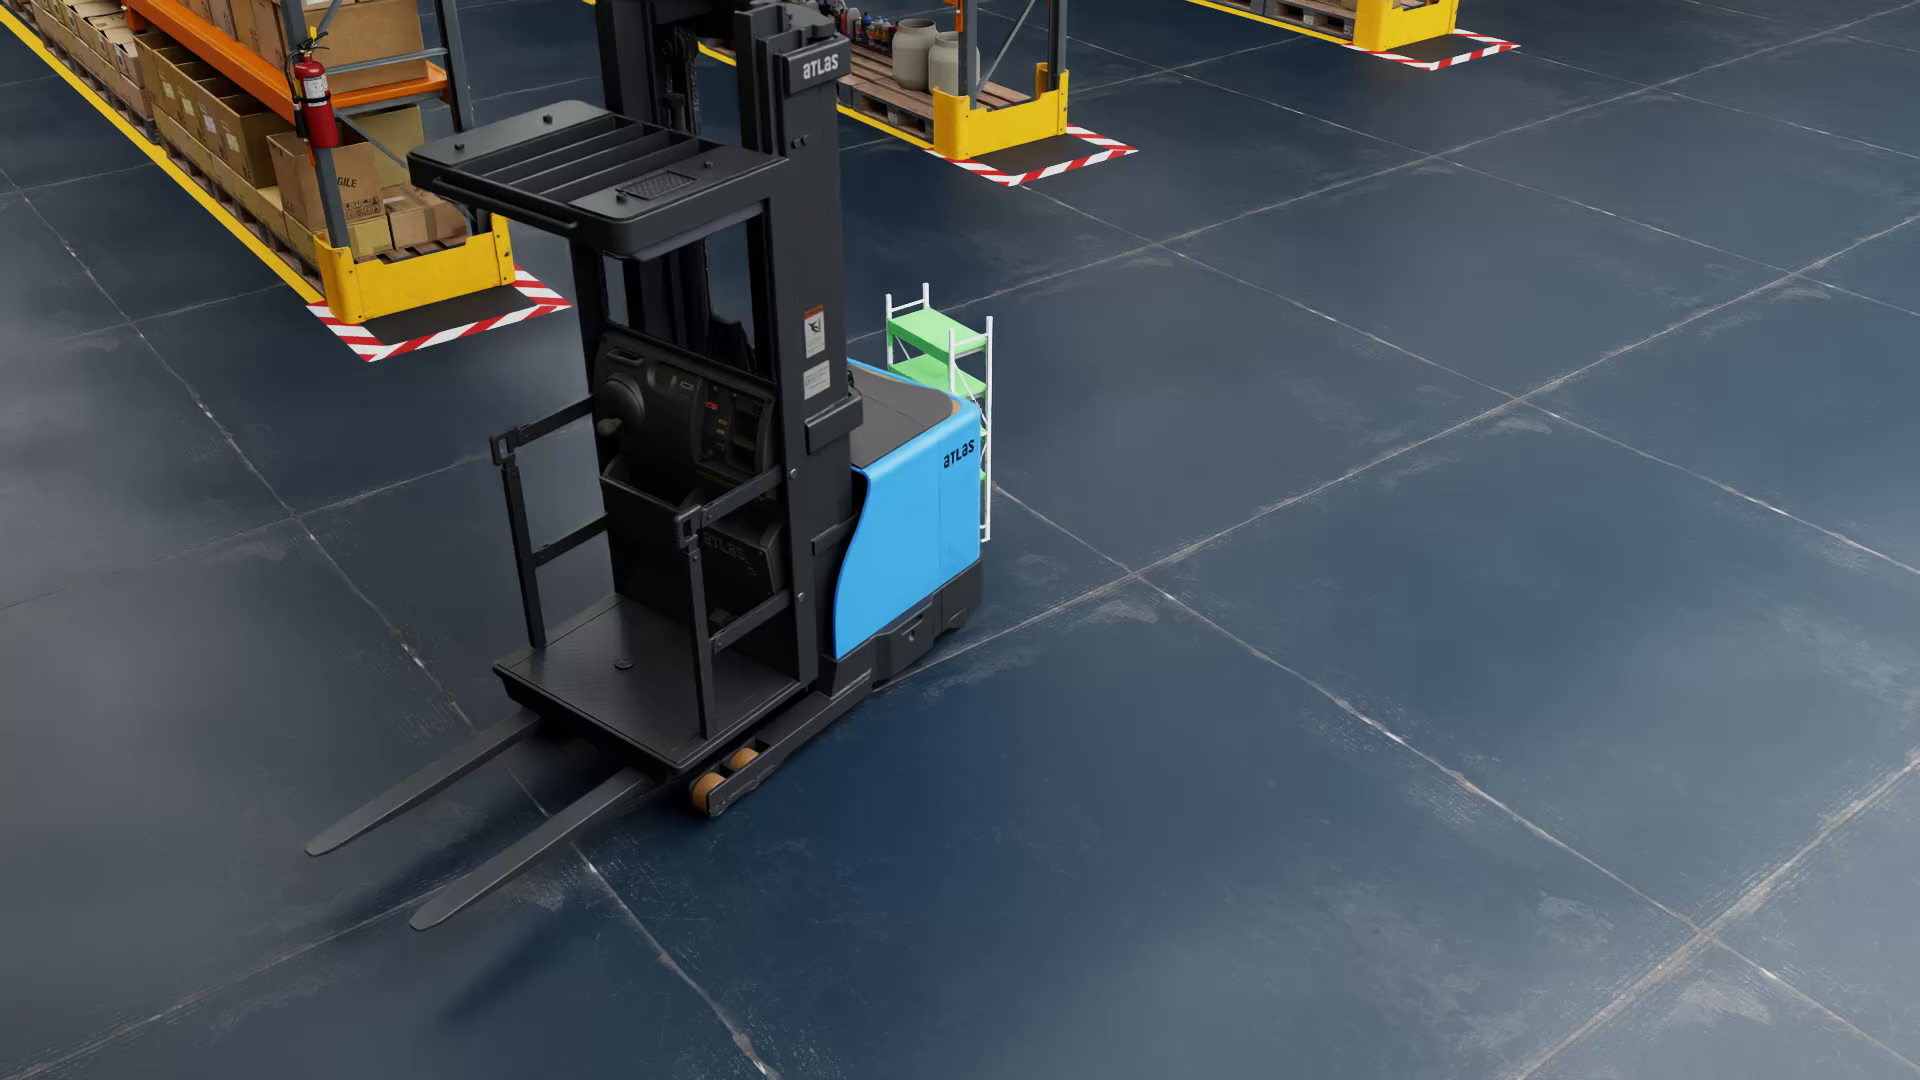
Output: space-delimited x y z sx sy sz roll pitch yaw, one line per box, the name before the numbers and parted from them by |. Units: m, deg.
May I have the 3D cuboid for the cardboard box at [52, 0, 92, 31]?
cardboard box | -7.676 -4.722 14.686 0.500 0.311 0.500 -23 39 -33

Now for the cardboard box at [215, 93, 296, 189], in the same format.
cardboard box | -4.688 -2.750 11.332 0.500 0.500 0.500 -22 38 -31

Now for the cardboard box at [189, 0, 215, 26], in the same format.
cardboard box | -5.042 -3.980 11.721 0.700 0.500 0.500 -22 38 -31

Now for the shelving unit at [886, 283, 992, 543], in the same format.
shelving unit | -0.101 -0.579 8.045 0.258 1.200 0.503 -22 38 -31

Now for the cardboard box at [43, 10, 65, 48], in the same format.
cardboard box | -8.007 -4.704 15.189 0.500 0.250 0.500 -23 39 -33

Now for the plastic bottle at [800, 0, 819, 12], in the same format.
plastic bottle | -1.399 -4.866 15.407 0.152 0.276 0.135 -22 38 -31

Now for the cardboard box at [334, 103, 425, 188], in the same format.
cardboard box | -3.961 -2.714 11.274 0.500 0.500 0.500 -22 38 -31

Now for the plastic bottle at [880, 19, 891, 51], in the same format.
plastic bottle | -0.660 -4.510 14.838 0.097 0.271 0.097 0 32 0

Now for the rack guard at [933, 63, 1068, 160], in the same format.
rack guard | 0.332 -3.438 13.311 1.175 0.500 0.348 -22 38 -31

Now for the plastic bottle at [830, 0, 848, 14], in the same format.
plastic bottle | -1.099 -4.822 15.264 0.144 0.351 0.185 -23 38 -32

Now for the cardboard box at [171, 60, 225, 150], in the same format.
cardboard box | -5.302 -3.167 12.003 0.500 0.500 0.500 -22 38 -31

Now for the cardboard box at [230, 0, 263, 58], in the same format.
cardboard box | -4.401 -3.549 11.027 0.700 0.500 0.500 -22 38 -31

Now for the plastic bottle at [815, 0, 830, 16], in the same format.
plastic bottle | -1.297 -4.956 15.481 0.144 0.351 0.185 -24 39 -34

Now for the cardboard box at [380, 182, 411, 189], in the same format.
cardboard box | -3.962 -2.395 11.471 0.500 0.250 0.500 -22 38 -31

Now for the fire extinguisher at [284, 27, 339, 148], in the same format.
fire extinguisher | -3.794 -2.649 9.746 0.296 0.674 0.183 -22 38 -31

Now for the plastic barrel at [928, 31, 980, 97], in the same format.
plastic barrel | -0.048 -3.854 13.572 0.421 0.512 0.421 0 32 0

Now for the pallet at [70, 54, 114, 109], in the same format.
pallet | -7.187 -4.168 14.760 1.003 0.211 1.213 -22 38 -31

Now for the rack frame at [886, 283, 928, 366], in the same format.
rack frame | -0.251 -0.680 8.208 0.240 1.200 0.015 -22 38 -31

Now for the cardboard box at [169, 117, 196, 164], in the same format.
cardboard box | -5.605 -3.058 12.539 0.500 0.250 0.500 -22 38 -31

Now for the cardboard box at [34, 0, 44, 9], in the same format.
cardboard box | -8.316 -5.151 15.378 0.500 0.311 0.500 -21 37 -30

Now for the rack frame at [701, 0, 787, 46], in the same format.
rack frame | -2.037 -6.150 15.309 1.000 3.000 0.127 -22 38 -31

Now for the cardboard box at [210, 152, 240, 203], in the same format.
cardboard box | -4.991 -2.641 11.868 0.500 0.250 0.500 -22 38 -31

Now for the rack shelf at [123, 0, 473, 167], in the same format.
rack shelf | -4.726 -3.410 11.579 1.077 0.370 4.000 -22 38 -31

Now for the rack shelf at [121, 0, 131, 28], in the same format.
rack shelf | -7.179 -5.077 14.263 1.077 0.370 4.000 -22 38 -31

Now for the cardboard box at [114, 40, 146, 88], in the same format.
cardboard box | -6.427 -3.874 13.320 0.500 0.311 0.500 -22 38 -31

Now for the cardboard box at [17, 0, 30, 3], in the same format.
cardboard box | -9.164 -5.655 16.464 0.500 0.500 0.500 -21 37 -30

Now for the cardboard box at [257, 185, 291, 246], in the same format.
cardboard box | -4.378 -2.225 11.197 0.500 0.250 0.500 -22 38 -31

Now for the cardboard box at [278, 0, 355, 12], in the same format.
cardboard box | -3.884 -3.298 10.007 0.380 0.149 0.250 -23 39 -32

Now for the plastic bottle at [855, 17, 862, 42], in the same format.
plastic bottle | -0.908 -4.649 15.128 0.097 0.201 0.097 0 32 0

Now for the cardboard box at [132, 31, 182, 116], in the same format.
cardboard box | -5.915 -3.583 12.674 0.500 0.500 0.500 -22 38 -31

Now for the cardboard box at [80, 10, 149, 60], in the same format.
cardboard box | -7.055 -4.297 14.002 0.500 0.311 0.500 -22 38 -32

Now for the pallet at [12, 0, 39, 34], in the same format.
pallet | -8.833 -5.355 16.672 1.003 0.211 1.213 -22 38 -31

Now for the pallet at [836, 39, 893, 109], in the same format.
pallet | -0.906 -4.163 14.753 1.003 0.211 1.213 -22 38 -31

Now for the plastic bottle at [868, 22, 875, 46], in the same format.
plastic bottle | -0.782 -4.563 14.990 0.097 0.201 0.097 0 32 0

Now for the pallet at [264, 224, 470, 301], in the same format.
pallet | -4.002 -2.003 11.274 1.003 0.211 1.213 -22 38 -31

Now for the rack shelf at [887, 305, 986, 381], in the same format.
rack shelf | -0.101 -0.932 7.825 0.258 0.148 0.480 -22 38 -31

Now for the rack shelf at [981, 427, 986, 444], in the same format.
rack shelf | -0.101 -0.524 8.078 0.258 0.148 0.480 -22 38 -31

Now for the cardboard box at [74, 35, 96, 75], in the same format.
cardboard box | -7.369 -4.275 14.499 0.500 0.250 0.500 -21 38 -30

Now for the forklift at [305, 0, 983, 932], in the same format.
forklift | -1.190 -0.460 6.212 1.130 2.935 3.031 22 38 31

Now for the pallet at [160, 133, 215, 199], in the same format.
pallet | -5.498 -3.019 12.911 1.003 0.211 1.213 -22 38 -31

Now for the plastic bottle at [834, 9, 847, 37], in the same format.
plastic bottle | -1.086 -4.690 15.115 0.061 0.283 0.133 -22 38 -31

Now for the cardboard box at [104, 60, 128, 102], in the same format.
cardboard box | -6.744 -3.850 13.813 0.500 0.250 0.500 -23 39 -32

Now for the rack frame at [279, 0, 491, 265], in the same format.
rack frame | -3.499 -2.882 10.047 1.000 3.000 0.127 -22 38 -31

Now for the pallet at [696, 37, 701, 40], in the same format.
pallet | -2.550 -5.280 16.551 1.003 0.211 1.213 -22 38 -31

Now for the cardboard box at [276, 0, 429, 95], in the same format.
cardboard box | -3.776 -3.123 10.341 0.700 0.500 0.500 -22 38 -31

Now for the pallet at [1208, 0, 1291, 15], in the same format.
pallet | 3.067 -5.791 17.373 1.003 0.211 1.213 -22 38 -31

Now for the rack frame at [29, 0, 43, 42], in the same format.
rack frame | -8.405 -6.216 15.415 1.000 3.000 0.127 -22 38 -31
